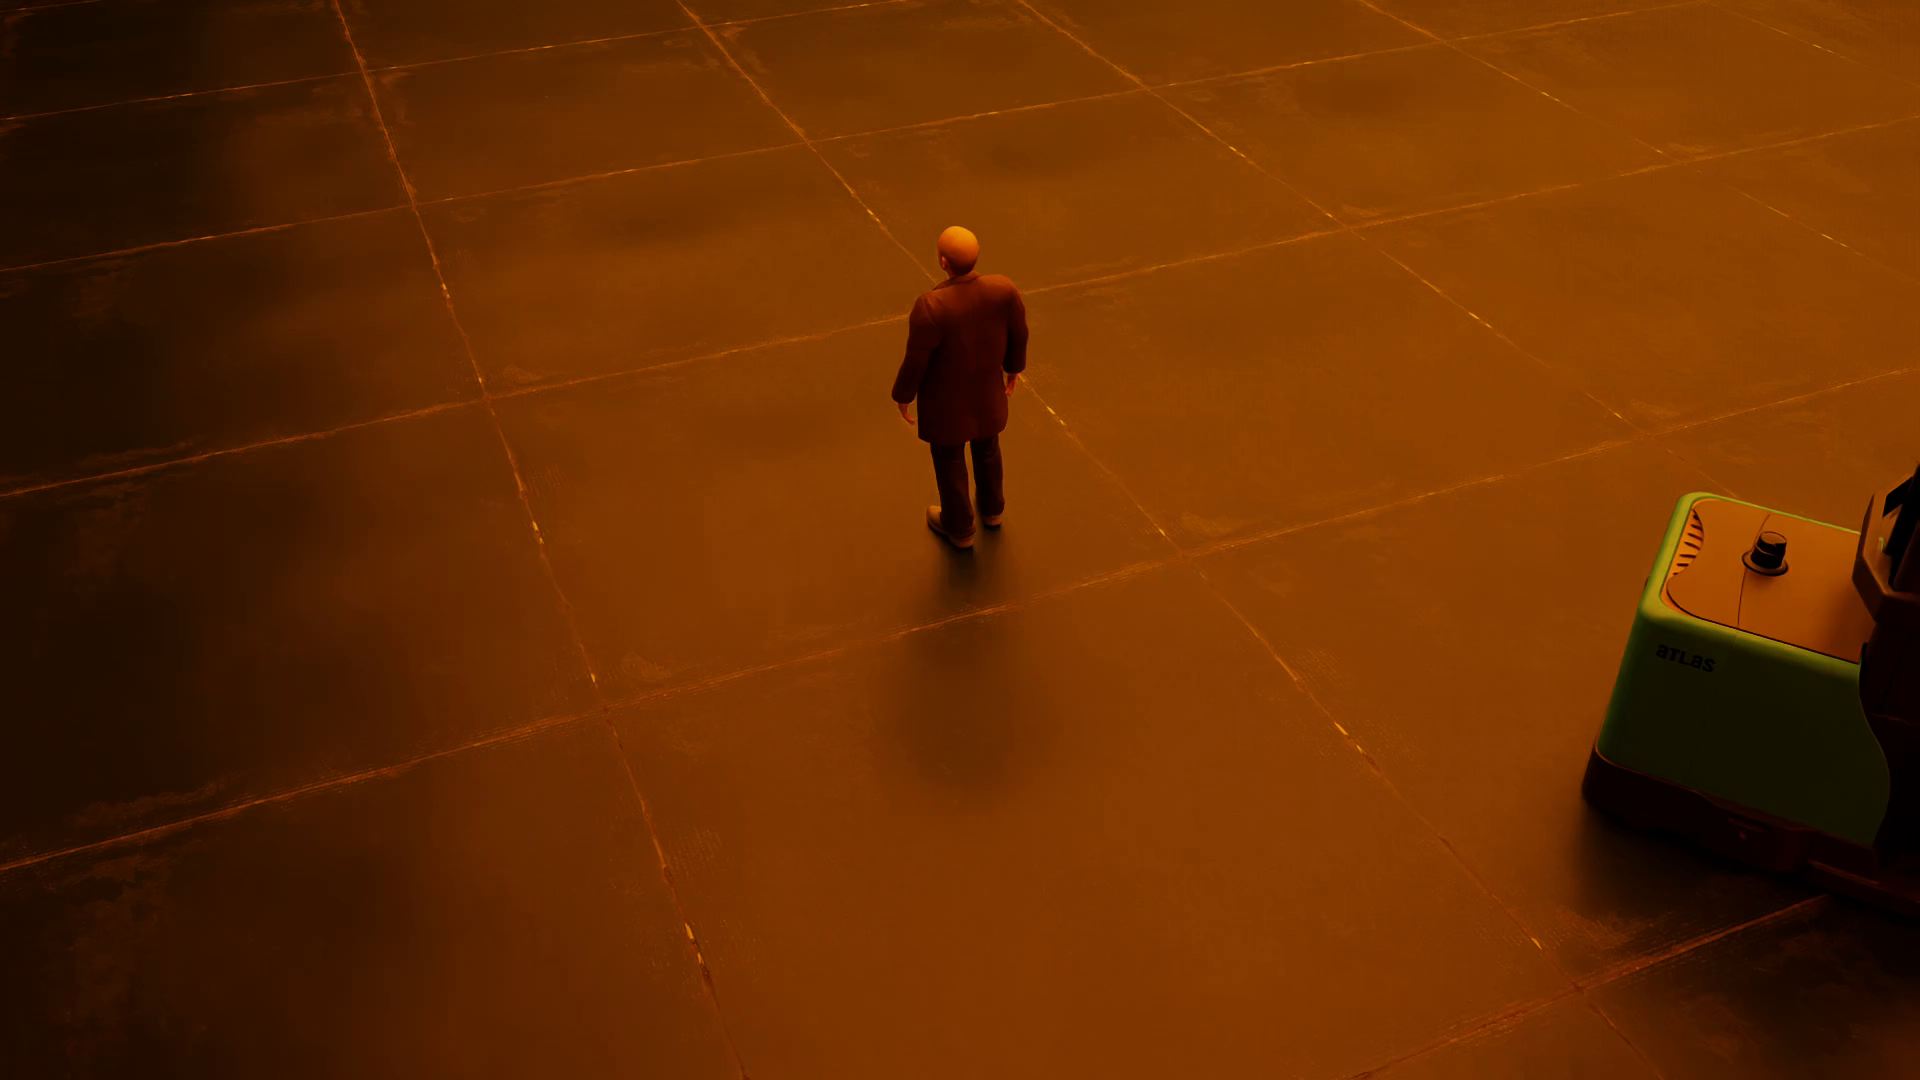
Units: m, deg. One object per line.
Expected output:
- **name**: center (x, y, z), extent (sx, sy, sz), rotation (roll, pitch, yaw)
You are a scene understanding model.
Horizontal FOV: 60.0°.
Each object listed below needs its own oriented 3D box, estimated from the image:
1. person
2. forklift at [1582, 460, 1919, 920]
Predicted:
- **person**: center (-0.032, -0.781, 8.178), extent (0.698, 1.778, 0.579), rotation (-14, 38, -19)
- **forklift**: center (4.164, 0.116, 5.936), extent (3.031, 2.935, 1.130), rotation (18, 39, 23)
